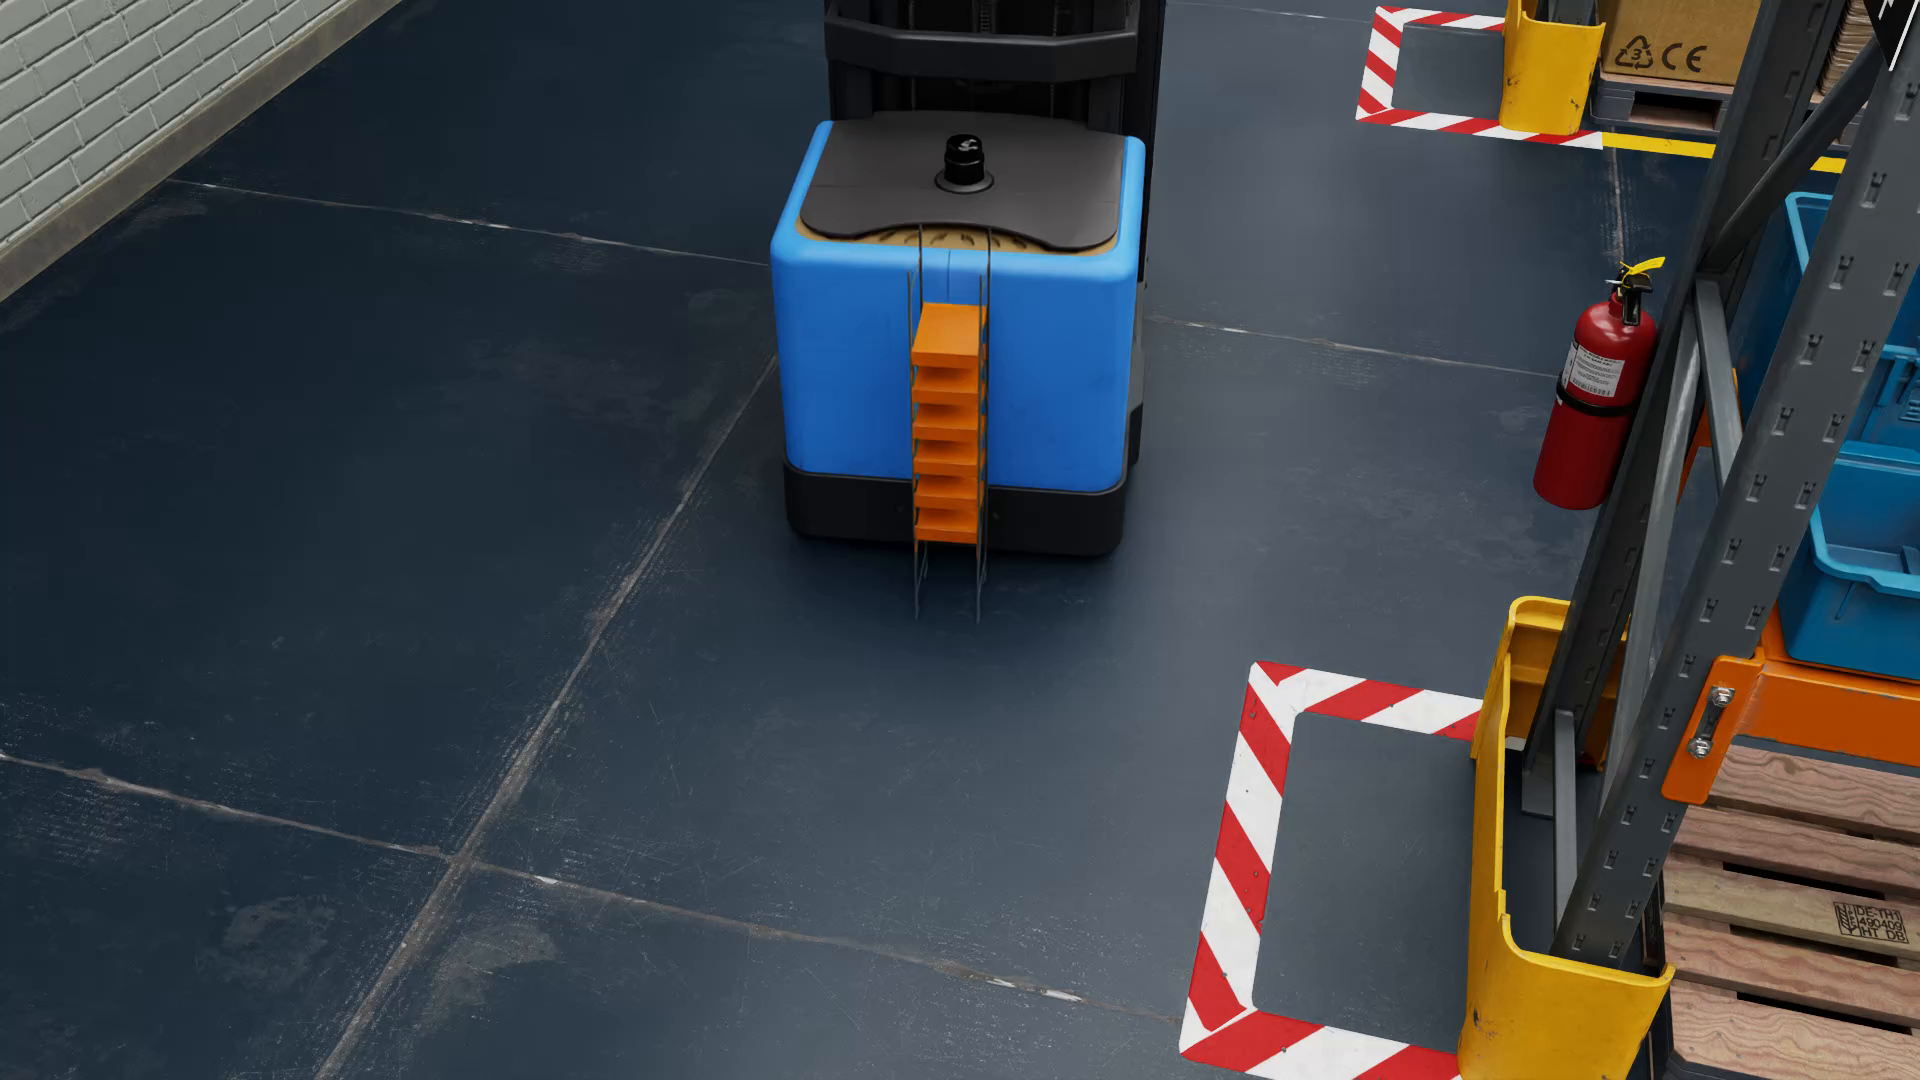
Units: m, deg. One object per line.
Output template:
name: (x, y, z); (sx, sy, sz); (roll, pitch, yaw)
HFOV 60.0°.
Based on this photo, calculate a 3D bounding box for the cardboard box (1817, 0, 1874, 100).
cardboard box: (4.267, -2.459, 7.171); (0.875, 0.875, 0.875); (10, 41, 11)

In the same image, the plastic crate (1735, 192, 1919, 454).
plastic crate: (1.841, -0.340, 3.248); (0.499, 0.435, 0.616); (10, 41, 11)

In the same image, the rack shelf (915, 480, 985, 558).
rack shelf: (-0.026, -0.072, 4.844); (0.180, 0.103, 0.258); (4, 40, 5)

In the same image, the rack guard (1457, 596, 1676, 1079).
rack guard: (1.442, 0.719, 4.006); (0.348, 0.500, 1.175); (10, 41, 11)

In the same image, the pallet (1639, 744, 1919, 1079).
pallet: (2.256, 0.986, 3.911); (1.213, 0.211, 1.003); (10, 41, 11)

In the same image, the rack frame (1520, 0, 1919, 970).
rack frame: (1.469, -0.243, 3.207); (0.127, 3.000, 1.000); (10, 41, 11)

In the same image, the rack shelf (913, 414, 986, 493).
rack shelf: (-0.026, -0.255, 4.689); (0.180, 0.103, 0.258); (4, 40, 5)

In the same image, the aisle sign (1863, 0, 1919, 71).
aisle sign: (1.323, -1.066, 2.165); (0.004, 0.787, 0.394); (10, 41, 11)

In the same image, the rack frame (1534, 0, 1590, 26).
rack frame: (2.749, -3.320, 6.870); (0.127, 3.000, 1.000); (10, 41, 11)

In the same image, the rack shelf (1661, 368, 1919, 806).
rack shelf: (3.401, 0.365, 3.042); (4.000, 0.370, 1.077); (10, 41, 11)

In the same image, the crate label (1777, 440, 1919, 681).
crate label: (1.622, 0.044, 2.949); (0.303, 0.233, 0.416); (10, 41, 11)

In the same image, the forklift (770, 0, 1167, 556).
forklift: (0.139, -2.017, 5.372); (1.130, 2.935, 3.031); (4, 40, 5)

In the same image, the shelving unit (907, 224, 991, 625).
shelving unit: (-0.026, -0.289, 4.661); (0.189, 1.200, 0.258); (4, 40, 5)

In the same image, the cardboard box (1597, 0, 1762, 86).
cardboard box: (3.388, -2.610, 7.351); (0.875, 0.875, 0.875); (10, 41, 11)

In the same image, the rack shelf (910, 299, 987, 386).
rack shelf: (-0.026, -0.530, 4.457); (0.180, 0.103, 0.258); (4, 40, 5)

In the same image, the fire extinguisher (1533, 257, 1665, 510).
fire extinguisher: (1.441, -0.378, 3.717); (0.183, 0.674, 0.296); (10, 41, 11)

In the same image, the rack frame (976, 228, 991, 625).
rack frame: (0.065, -0.282, 4.653); (0.006, 1.200, 0.240); (4, 40, 5)

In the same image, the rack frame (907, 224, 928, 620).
rack frame: (-0.117, -0.296, 4.669); (0.006, 1.200, 0.240); (4, 40, 5)

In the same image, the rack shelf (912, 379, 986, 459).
rack shelf: (-0.026, -0.347, 4.612); (0.180, 0.103, 0.258); (4, 40, 5)

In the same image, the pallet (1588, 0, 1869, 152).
pallet: (3.542, -2.168, 7.667); (1.213, 0.211, 1.003); (10, 41, 11)

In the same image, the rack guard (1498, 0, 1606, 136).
rack guard: (2.726, -2.367, 7.679); (0.348, 0.500, 1.175); (10, 41, 11)

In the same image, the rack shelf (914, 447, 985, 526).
rack shelf: (-0.026, -0.164, 4.767); (0.180, 0.103, 0.258); (4, 40, 5)

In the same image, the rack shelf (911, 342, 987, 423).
rack shelf: (-0.026, -0.438, 4.534); (0.180, 0.103, 0.258); (4, 40, 5)
